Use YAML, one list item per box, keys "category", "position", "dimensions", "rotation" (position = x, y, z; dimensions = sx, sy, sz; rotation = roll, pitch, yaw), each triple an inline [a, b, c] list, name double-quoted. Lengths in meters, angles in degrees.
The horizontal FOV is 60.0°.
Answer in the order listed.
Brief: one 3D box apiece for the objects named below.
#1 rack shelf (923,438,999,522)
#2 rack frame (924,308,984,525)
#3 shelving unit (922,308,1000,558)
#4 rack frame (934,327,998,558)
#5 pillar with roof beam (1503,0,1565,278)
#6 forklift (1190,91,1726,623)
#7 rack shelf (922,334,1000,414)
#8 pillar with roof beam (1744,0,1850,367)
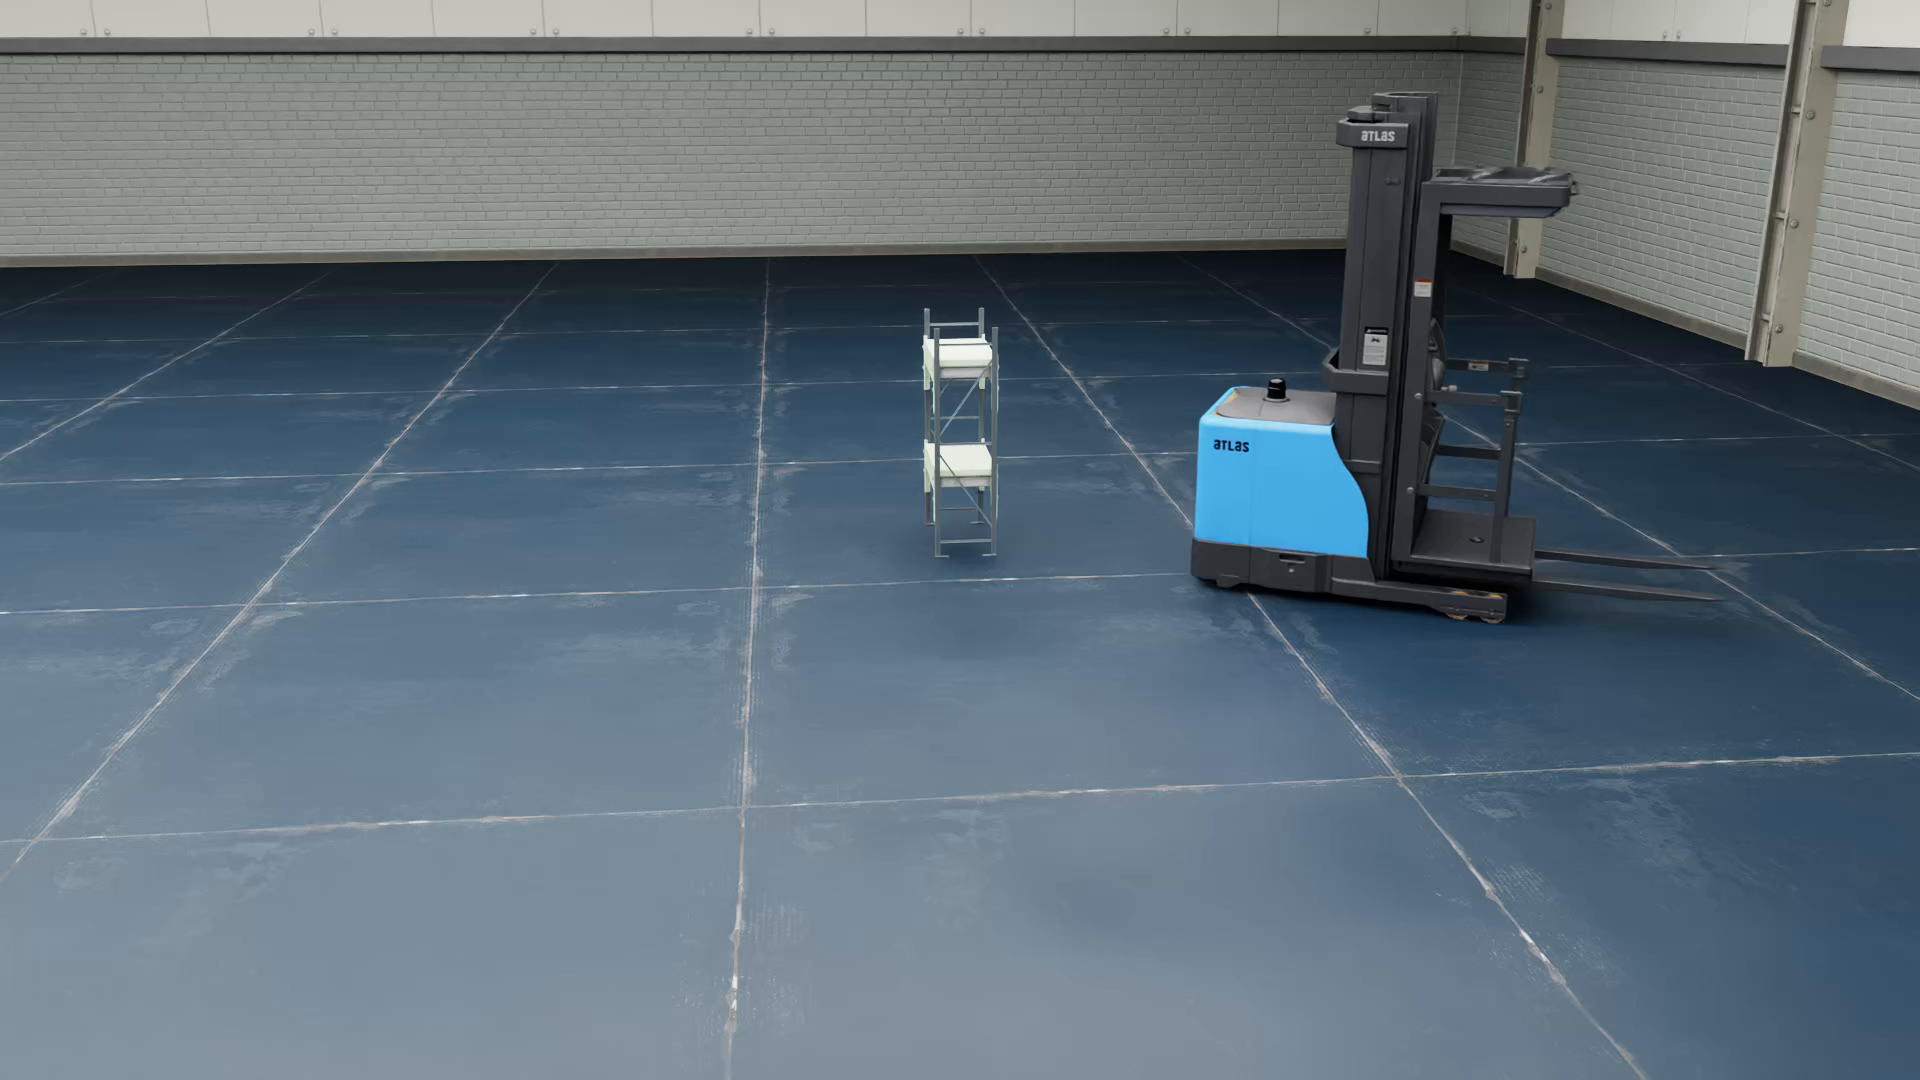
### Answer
- category: "rack shelf"
  position: [-0.001, -0.407, 11.056]
  dimensions: [0.431, 0.370, 0.720]
  rotation: [-2, 18, -6]
- category: "rack frame"
  position: [-0.038, -0.827, 11.306]
  dimensions: [0.400, 1.500, 0.023]
  rotation: [-2, 18, -6]
- category: "shelving unit"
  position: [-0.001, -0.718, 10.959]
  dimensions: [0.431, 1.500, 0.755]
  rotation: [-2, 18, -6]
- category: "rack frame"
  position: [0.037, -0.609, 10.611]
  dimensions: [0.400, 1.500, 0.023]
  rotation: [-2, 18, -6]
- category: "pillar with roof beam"
  position: [3.338, -7.756, 20.857]
  dimensions: [9.100, 9.000, 0.400]
  rotation: [-2, 18, -6]
- category: "forklift"
  position: [2.998, -1.095, 9.773]
  dimensions: [3.031, 2.935, 1.130]
  rotation: [6, 18, 19]
- category: "rack shelf"
  position: [-0.001, -1.090, 10.842]
  dimensions: [0.431, 0.370, 0.720]
  rotation: [-2, 18, -6]
- category: "pillar with roof beam"
  position: [3.957, -5.968, 15.163]
  dimensions: [9.100, 9.000, 0.400]
  rotation: [-2, 18, -6]
